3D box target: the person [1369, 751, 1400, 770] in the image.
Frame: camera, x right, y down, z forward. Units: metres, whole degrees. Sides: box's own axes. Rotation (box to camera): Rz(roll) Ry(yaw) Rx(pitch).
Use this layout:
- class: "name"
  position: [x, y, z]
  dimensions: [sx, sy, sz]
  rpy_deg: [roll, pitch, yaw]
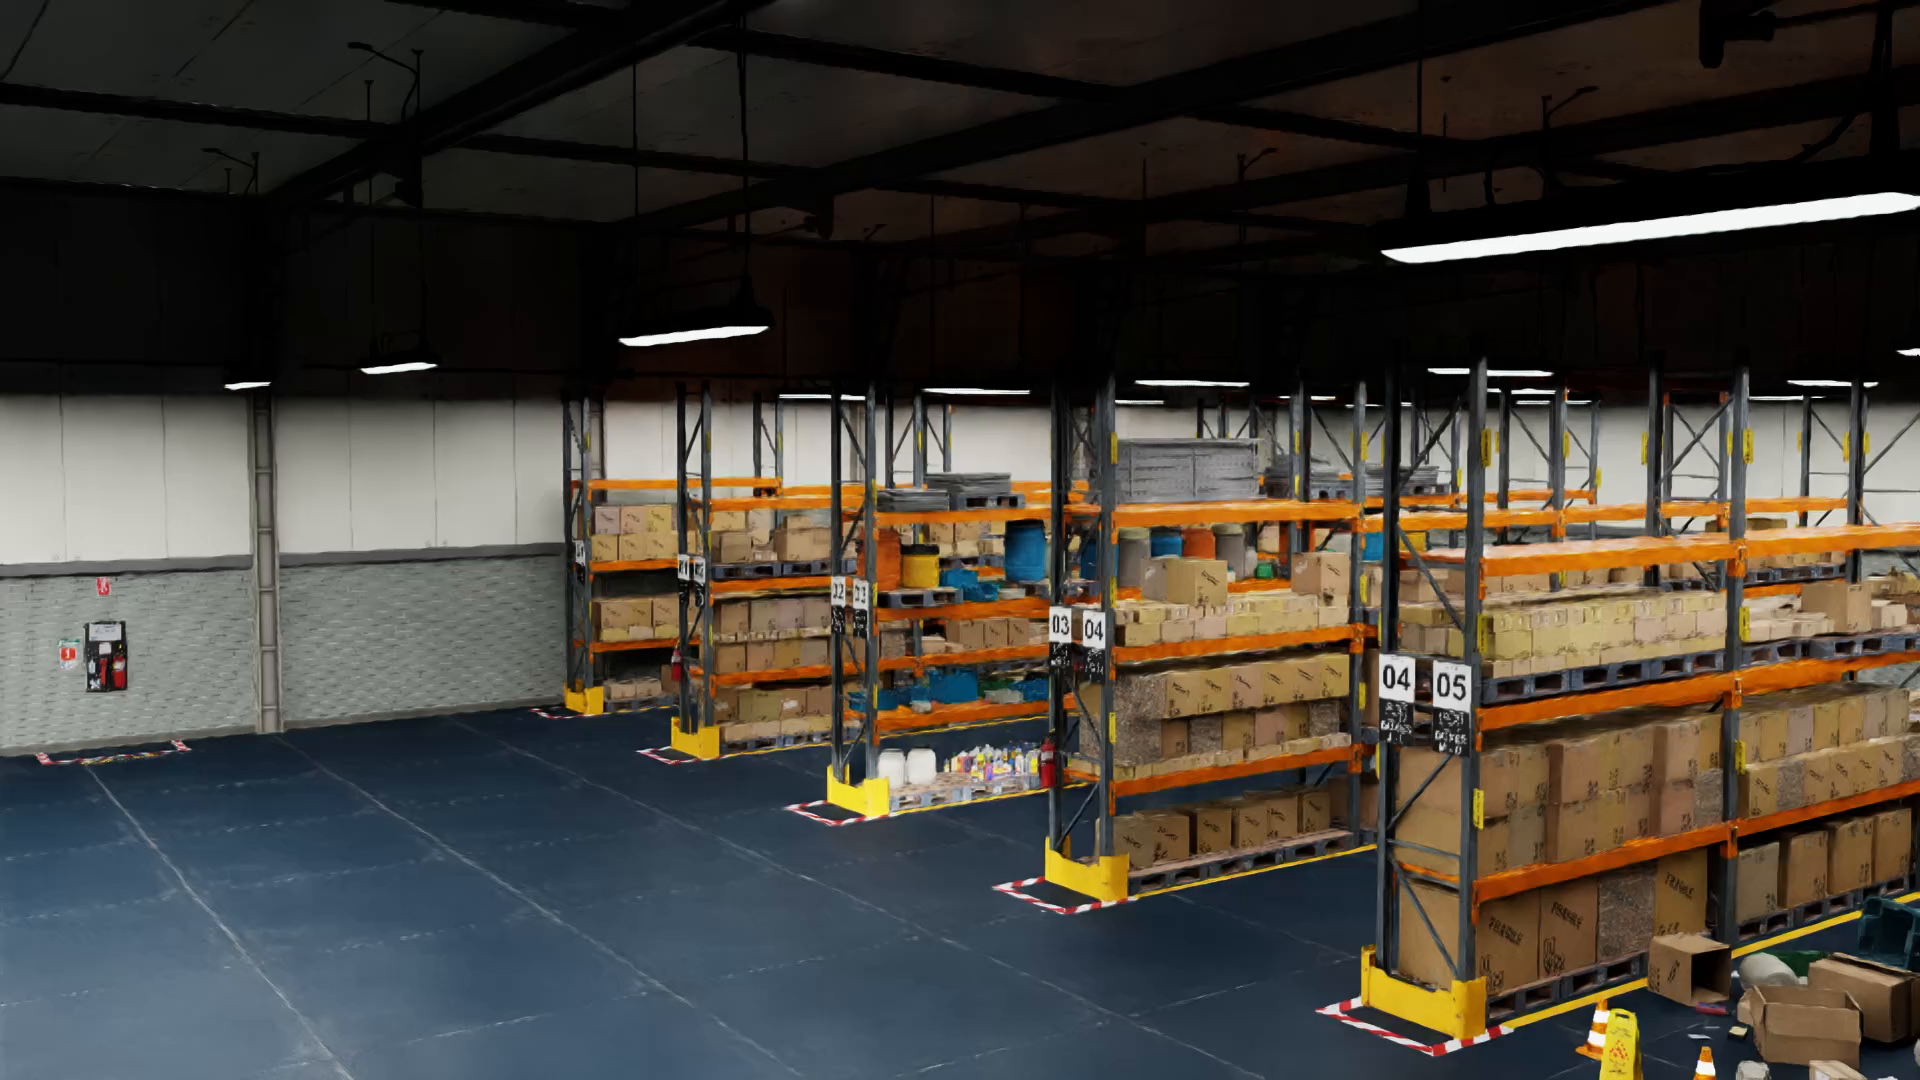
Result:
- class: "person"
  position: [6.153, 2.787, 23.721]
  dimensions: [1.106, 1.661, 0.541]
  rpy_deg: [-3, 5, -36]
